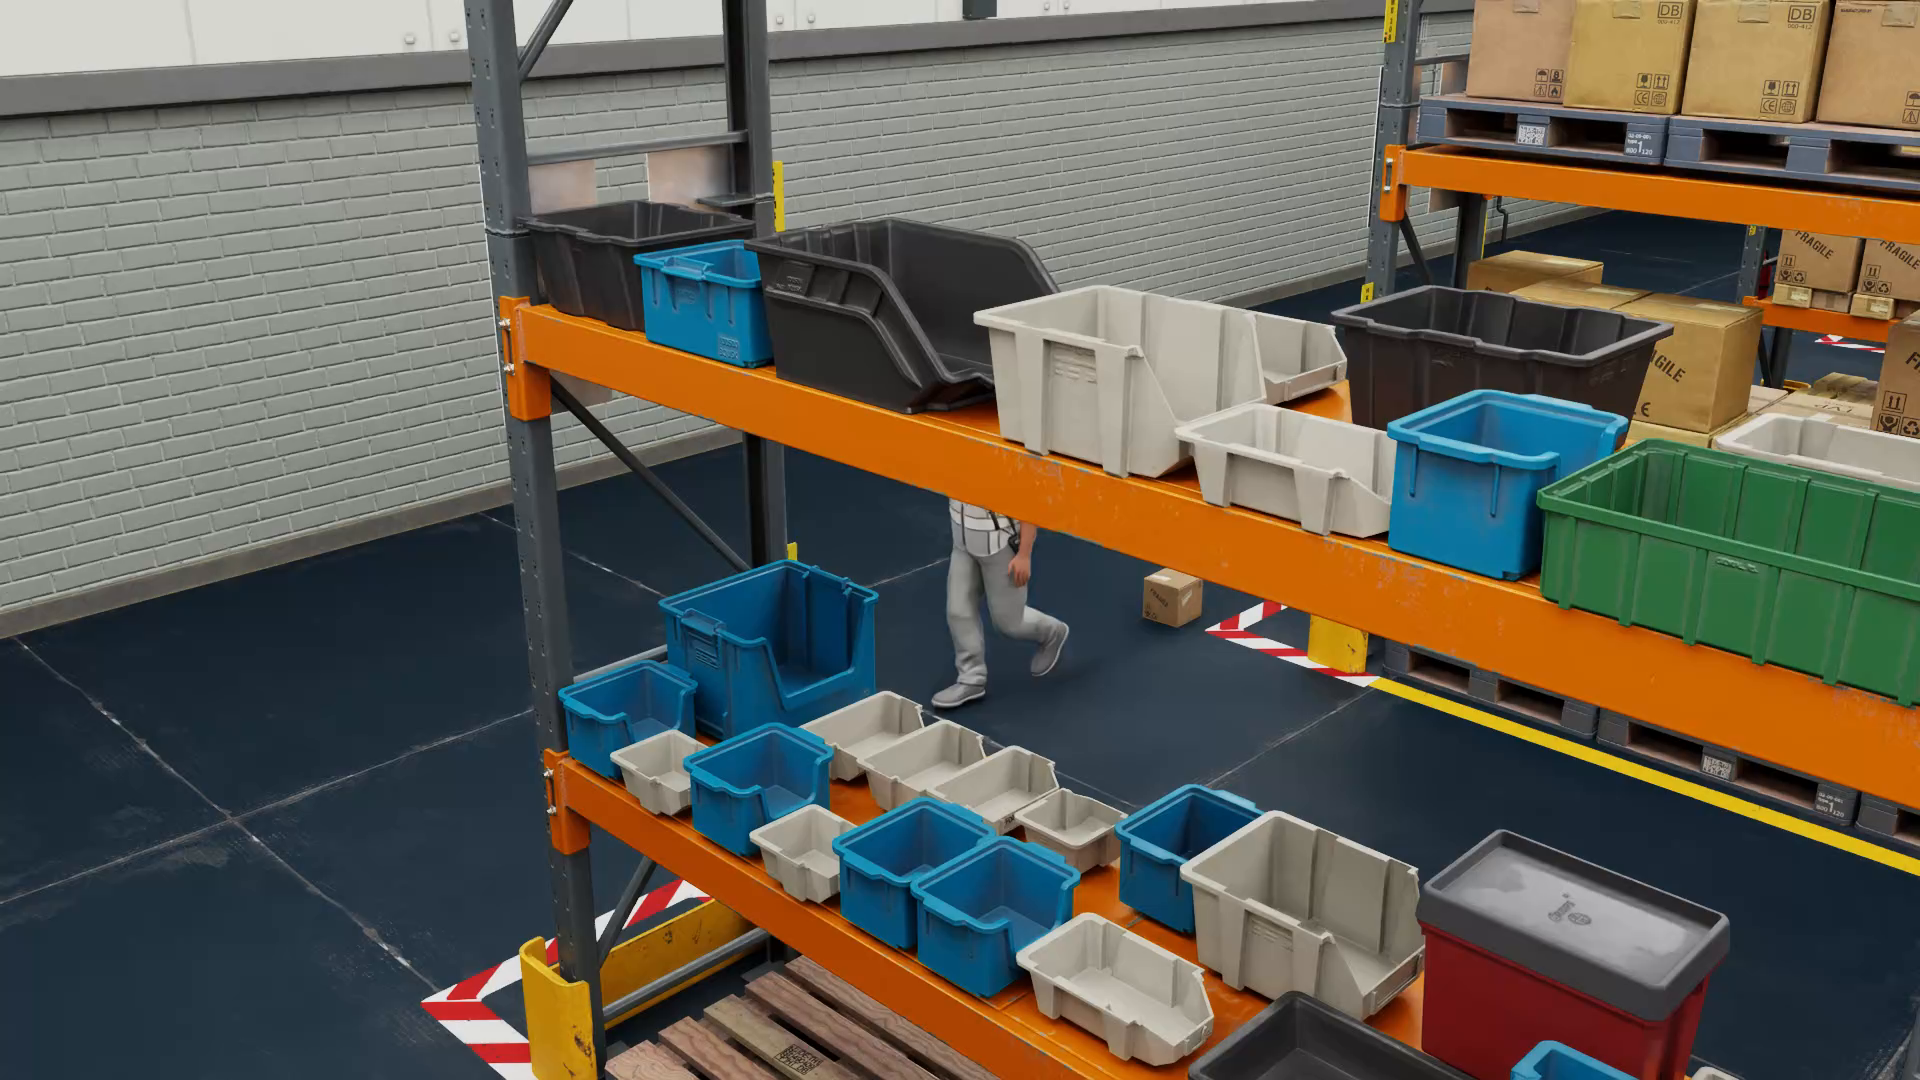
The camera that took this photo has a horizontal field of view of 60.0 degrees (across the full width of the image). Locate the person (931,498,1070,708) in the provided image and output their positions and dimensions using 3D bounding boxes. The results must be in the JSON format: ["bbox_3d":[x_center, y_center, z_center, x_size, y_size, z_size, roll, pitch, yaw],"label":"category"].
[{"bbox_3d":[0.214,-0.011,8.529,0.801,1.739,0.548,-18,27,-40],"label":"person"}]
